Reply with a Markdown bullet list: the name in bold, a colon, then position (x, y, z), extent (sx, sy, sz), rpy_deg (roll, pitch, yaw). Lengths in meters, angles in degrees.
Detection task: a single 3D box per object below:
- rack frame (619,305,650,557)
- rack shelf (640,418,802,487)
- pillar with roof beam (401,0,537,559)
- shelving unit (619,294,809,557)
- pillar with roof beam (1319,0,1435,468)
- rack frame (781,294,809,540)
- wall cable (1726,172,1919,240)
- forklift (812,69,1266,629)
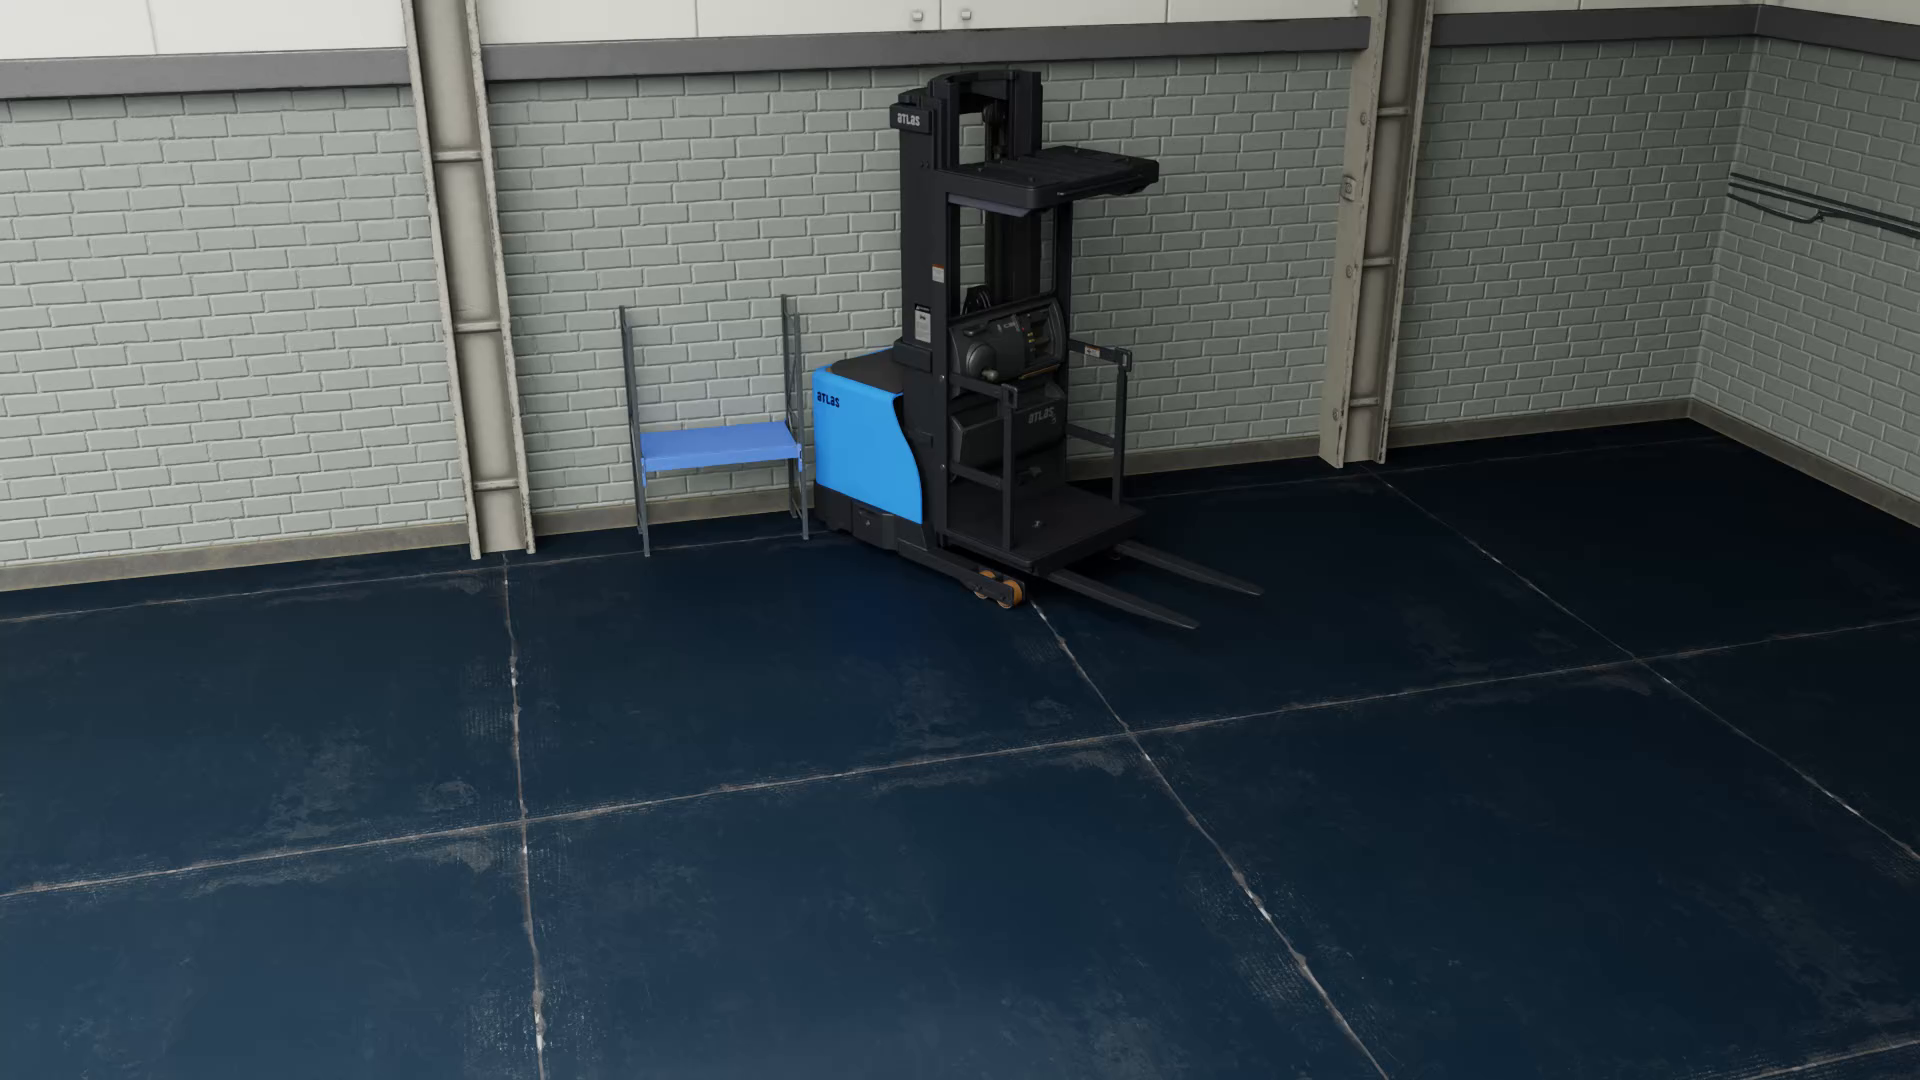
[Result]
- **rack frame**: position (-2.040, -0.677, 10.425), extent (0.032, 1.500, 0.500), rpy_deg (-6, 24, -14)
- **rack shelf**: position (-1.551, -0.566, 10.623), extent (1.000, 0.185, 0.538), rpy_deg (-6, 24, -14)
- **pillar with roof beam**: position (-1.760, -2.457, 5.065), extent (0.400, 9.000, 9.100), rpy_deg (-6, 24, -14)
- **shelving unit**: position (-1.551, -0.731, 10.552), extent (1.048, 1.500, 0.538), rpy_deg (-6, 24, -14)
- **pillar with roof beam**: position (4.017, -3.096, 6.554), extent (0.400, 9.000, 9.100), rpy_deg (-6, 24, -14)
- **rack frame**: position (-1.062, -0.785, 10.678), extent (0.032, 1.500, 0.500), rpy_deg (-6, 24, -14)
- **wall cable**: position (6.048, -3.116, 10.537), extent (0.112, 2.526, 3.097), rpy_deg (-6, 24, -14)
- **forklift**: position (0.441, -1.174, 9.768), extent (3.031, 2.935, 1.130), rpy_deg (21, 31, 40)
